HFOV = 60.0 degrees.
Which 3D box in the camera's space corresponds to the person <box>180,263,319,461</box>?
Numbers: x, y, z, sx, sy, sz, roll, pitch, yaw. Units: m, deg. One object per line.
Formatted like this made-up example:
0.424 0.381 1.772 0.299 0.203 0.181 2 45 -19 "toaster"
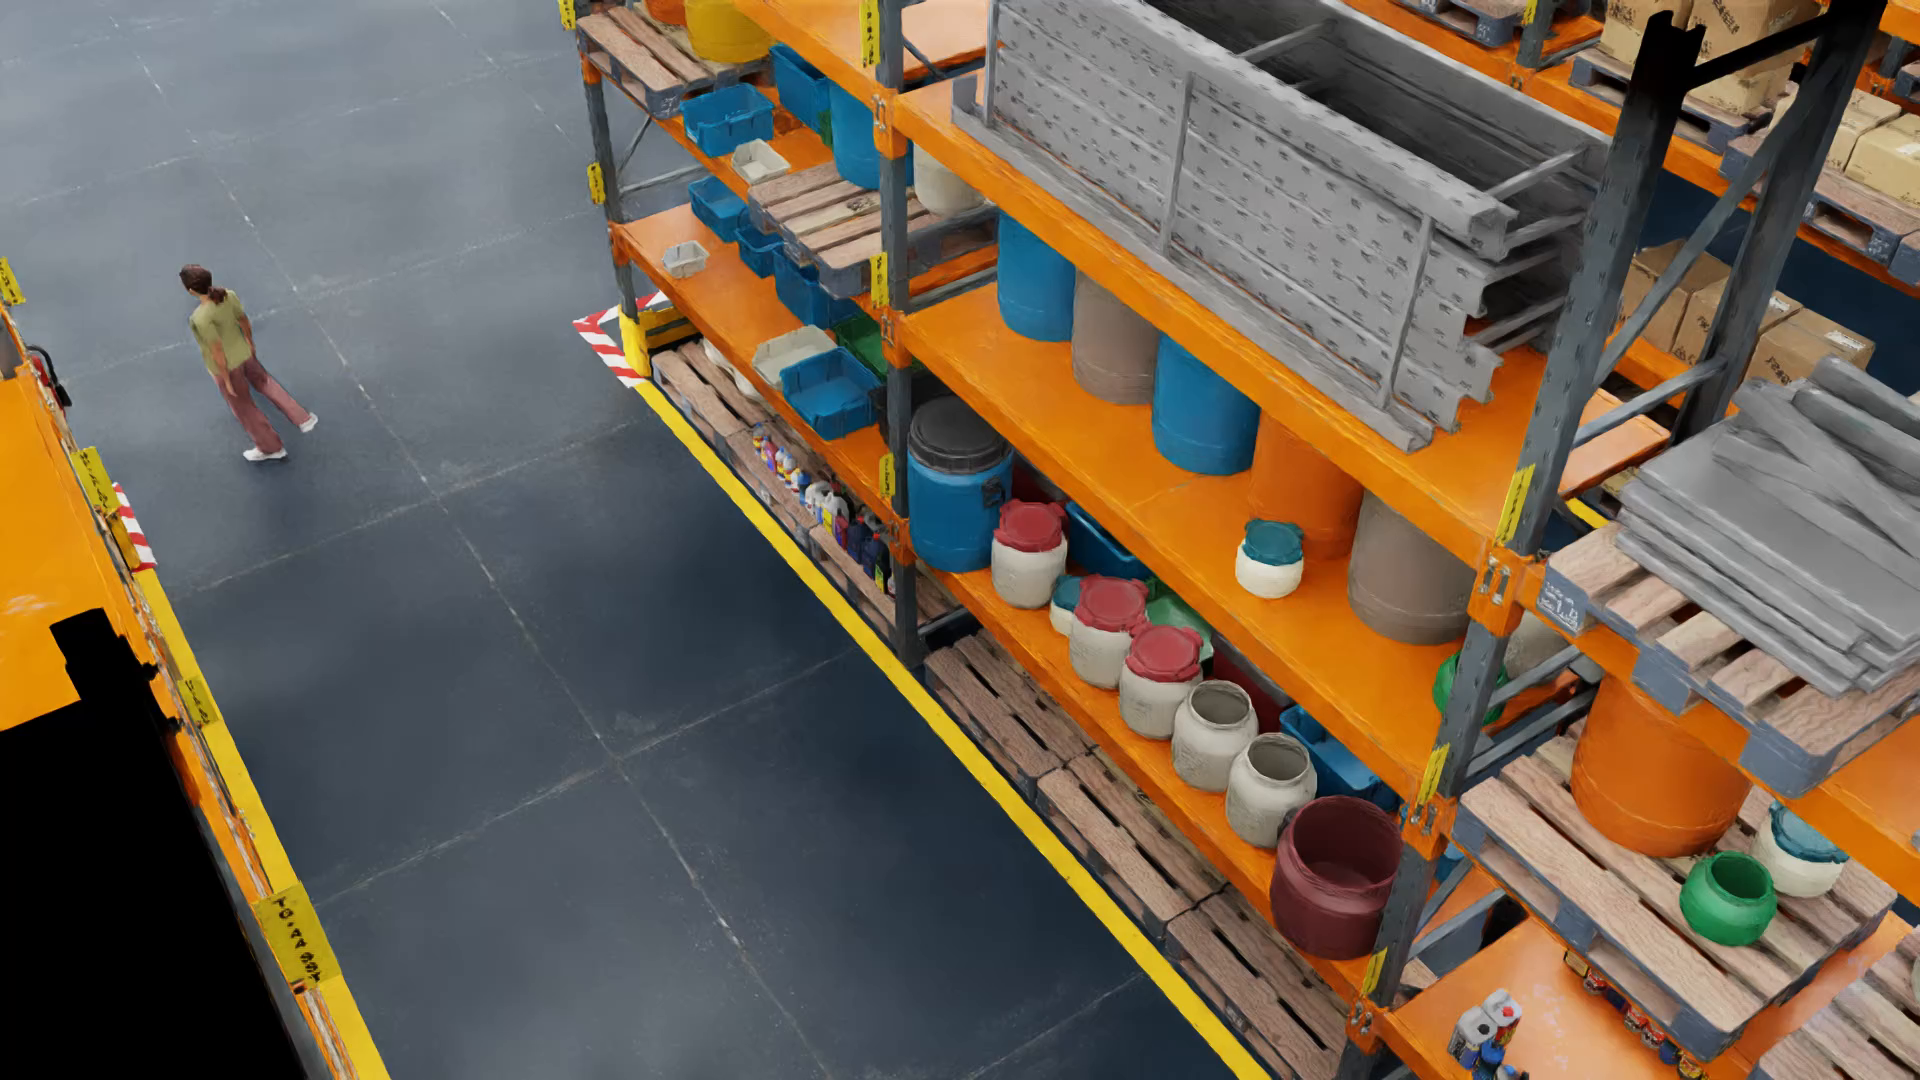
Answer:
-5.104 -1.314 11.958 0.482 1.665 0.638 11 44 12 "person"
